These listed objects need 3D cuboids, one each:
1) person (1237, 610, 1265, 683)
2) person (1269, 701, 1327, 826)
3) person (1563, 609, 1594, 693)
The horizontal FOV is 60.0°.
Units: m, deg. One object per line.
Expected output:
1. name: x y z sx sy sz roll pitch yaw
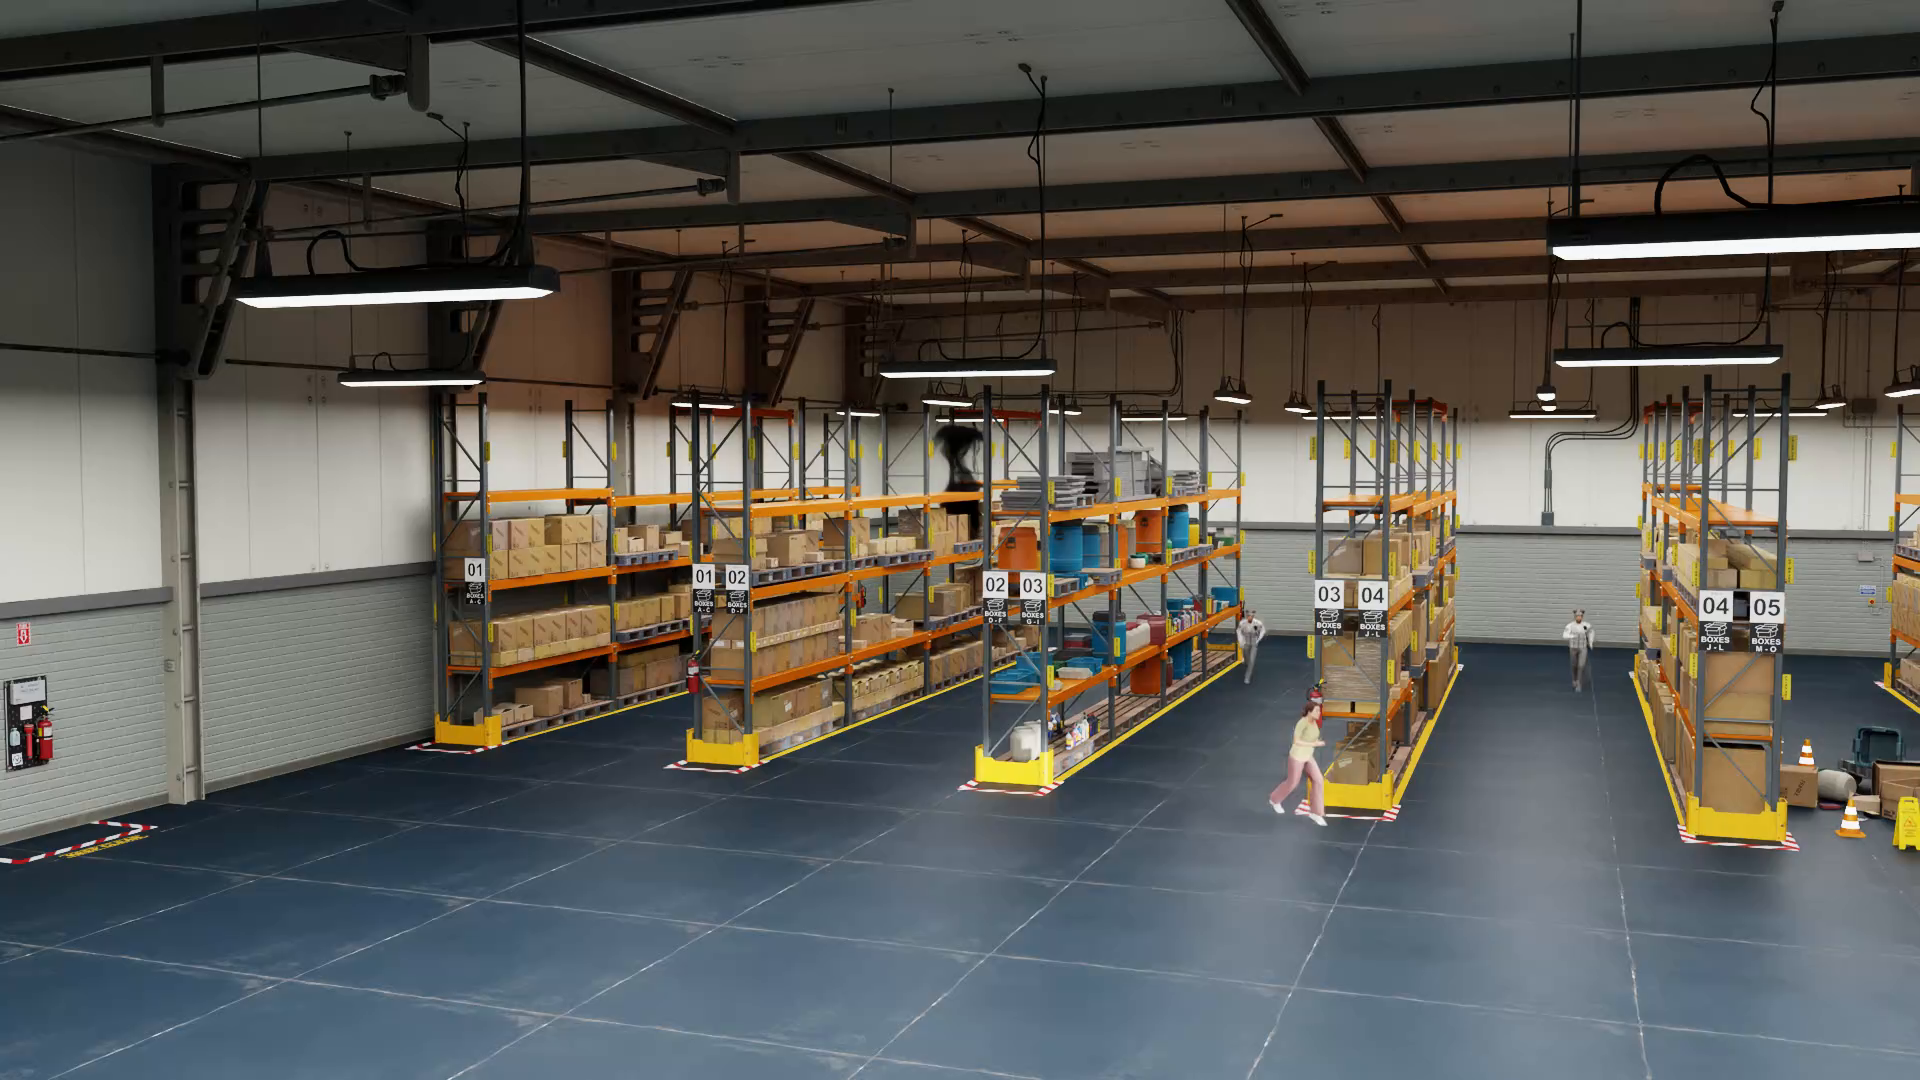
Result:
1. person: 6.332 2.296 36.214 0.618 1.632 0.828 0 3 9
2. person: 4.584 3.000 22.540 0.931 1.691 0.606 3 4 43
3. person: 12.908 2.282 34.747 0.578 1.702 0.919 1 3 23
